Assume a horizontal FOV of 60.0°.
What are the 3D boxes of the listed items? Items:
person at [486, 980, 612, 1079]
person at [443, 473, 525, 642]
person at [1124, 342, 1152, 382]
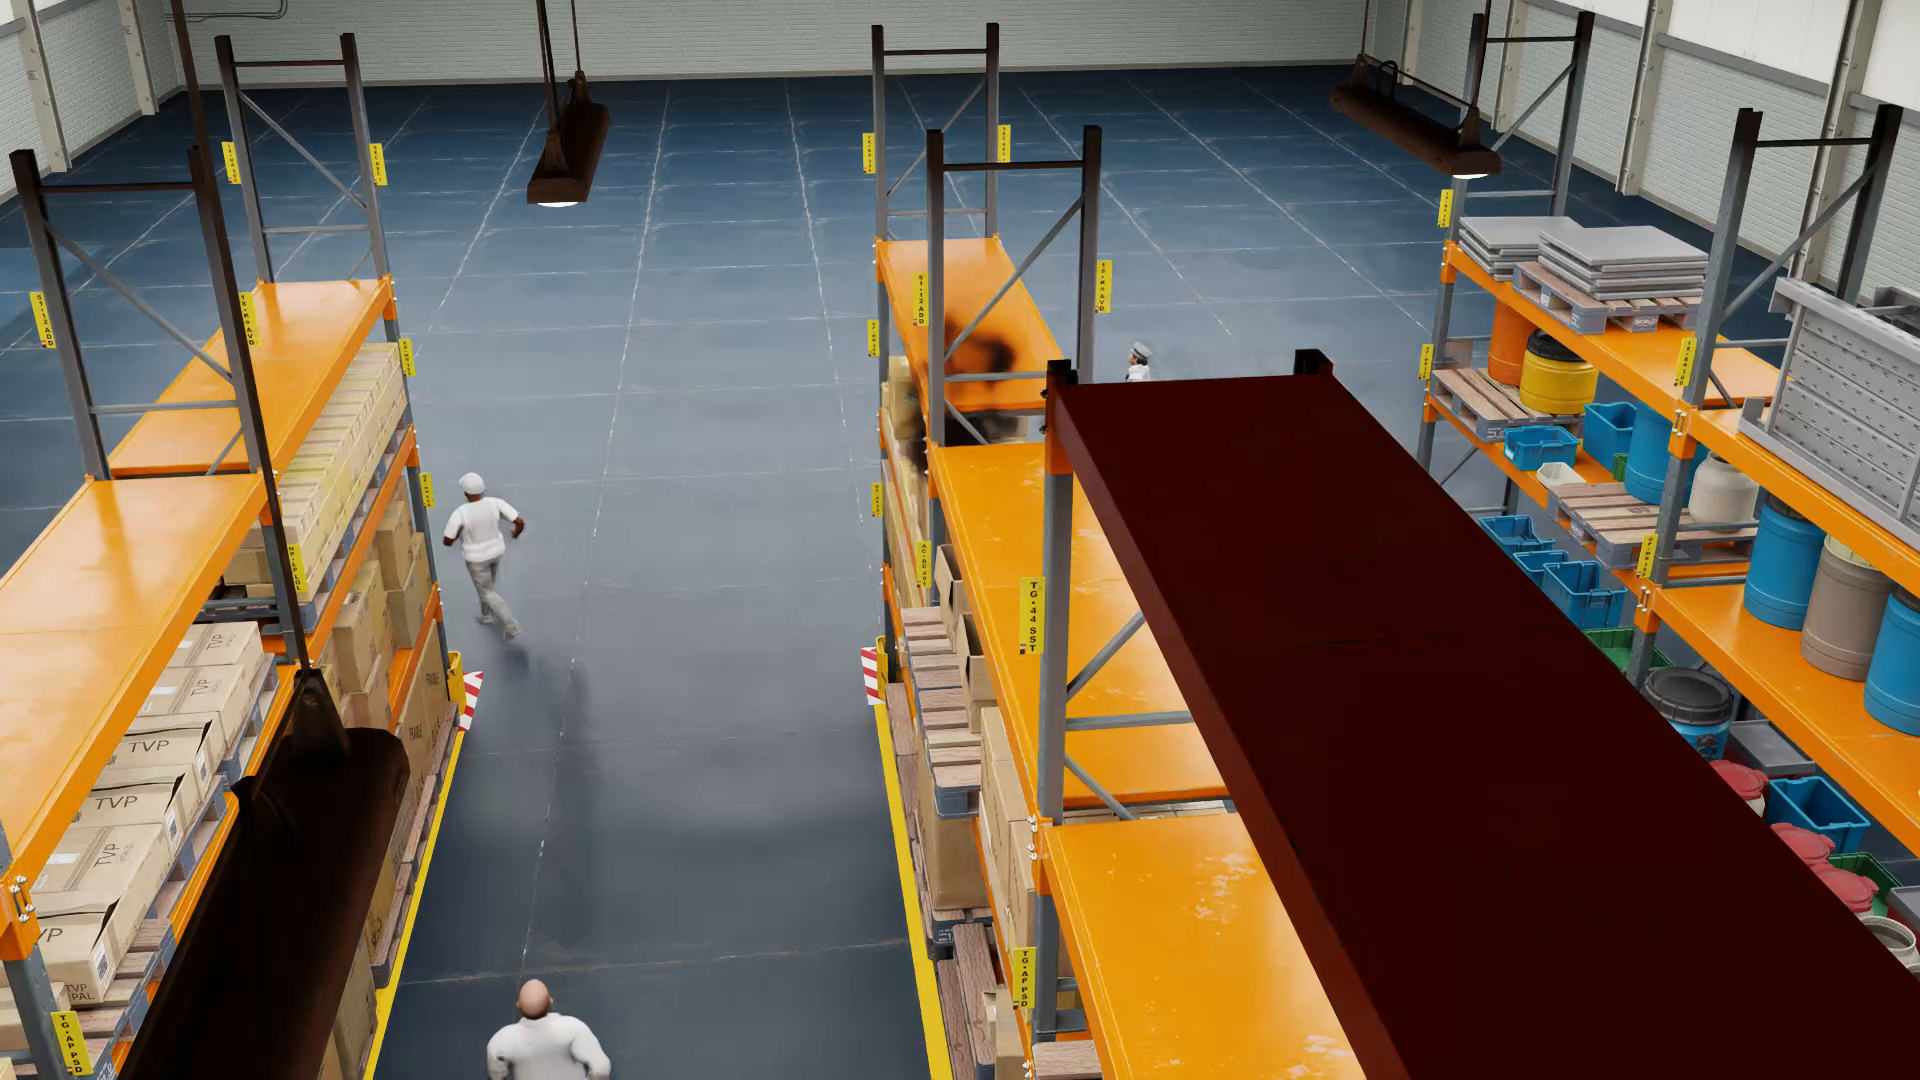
[{"bbox_3d":[-2.375,3.222,9.686,0.682,1.743,0.702,-8,27,-16],"label":"person"},{"bbox_3d":[-4.636,0.159,16.112,0.919,1.778,0.756,21,33,37],"label":"person"},{"bbox_3d":[2.165,-1.526,19.797,0.781,1.695,0.624,7,26,15],"label":"person"}]
